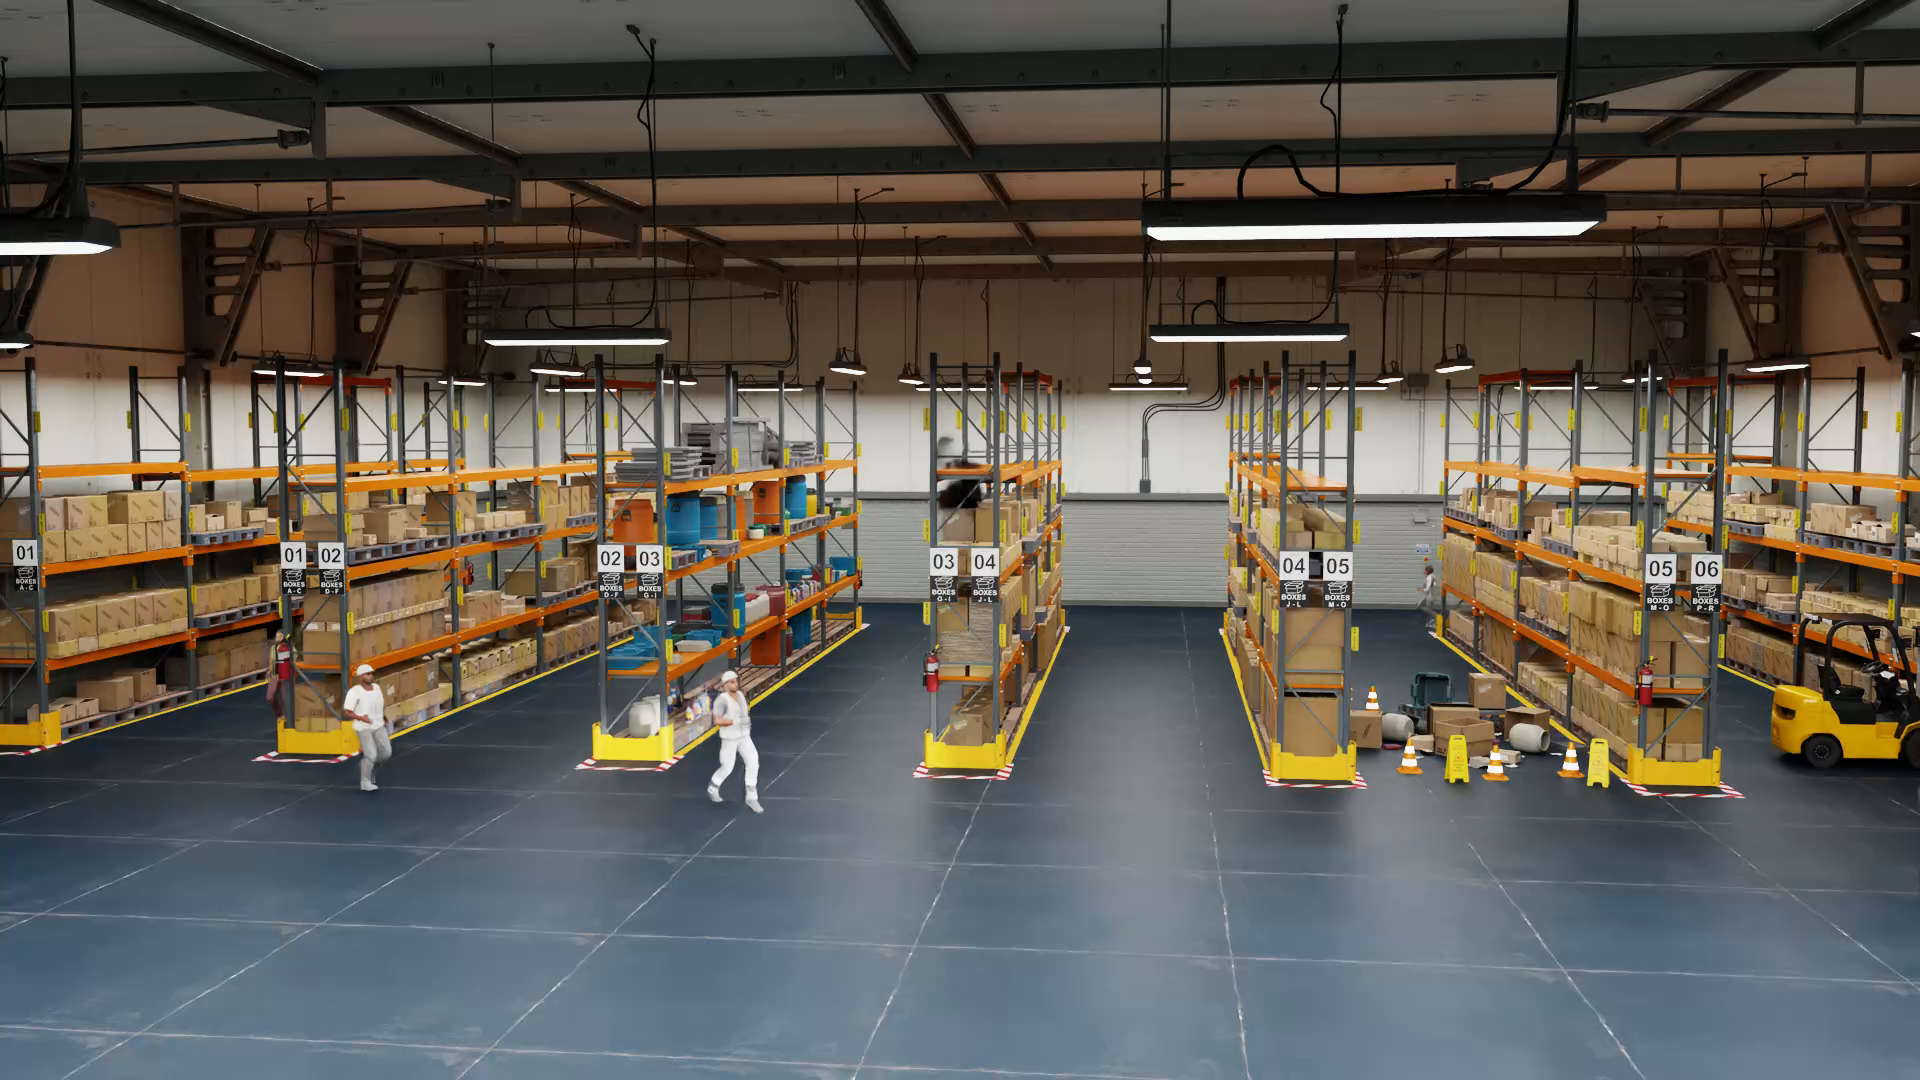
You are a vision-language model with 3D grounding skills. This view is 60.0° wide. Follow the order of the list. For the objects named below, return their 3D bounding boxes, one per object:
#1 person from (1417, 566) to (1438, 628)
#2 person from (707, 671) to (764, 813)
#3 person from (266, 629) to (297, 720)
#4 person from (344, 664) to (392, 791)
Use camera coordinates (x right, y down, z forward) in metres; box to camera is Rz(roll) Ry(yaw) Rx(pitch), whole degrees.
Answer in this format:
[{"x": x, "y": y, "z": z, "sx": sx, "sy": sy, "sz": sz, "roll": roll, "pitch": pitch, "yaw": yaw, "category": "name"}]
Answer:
[{"x": 11.354, "y": 1.383, "z": 40.193, "sx": 0.610, "sy": 1.515, "sz": 0.569, "roll": 1, "pitch": 4, "yaw": 8, "category": "person"}, {"x": -2.909, "y": 2.595, "z": 21.540, "sx": 0.893, "sy": 1.812, "sz": 0.669, "roll": 4, "pitch": 5, "yaw": 42, "category": "person"}, {"x": -11.031, "y": 2.261, "z": 27.023, "sx": 0.551, "sy": 1.626, "sz": 0.688, "roll": 0, "pitch": 4, "yaw": 0, "category": "person"}, {"x": -7.986, "y": 2.542, "z": 22.552, "sx": 0.589, "sy": 1.720, "sz": 0.692, "roll": 2, "pitch": 5, "yaw": 32, "category": "person"}]
